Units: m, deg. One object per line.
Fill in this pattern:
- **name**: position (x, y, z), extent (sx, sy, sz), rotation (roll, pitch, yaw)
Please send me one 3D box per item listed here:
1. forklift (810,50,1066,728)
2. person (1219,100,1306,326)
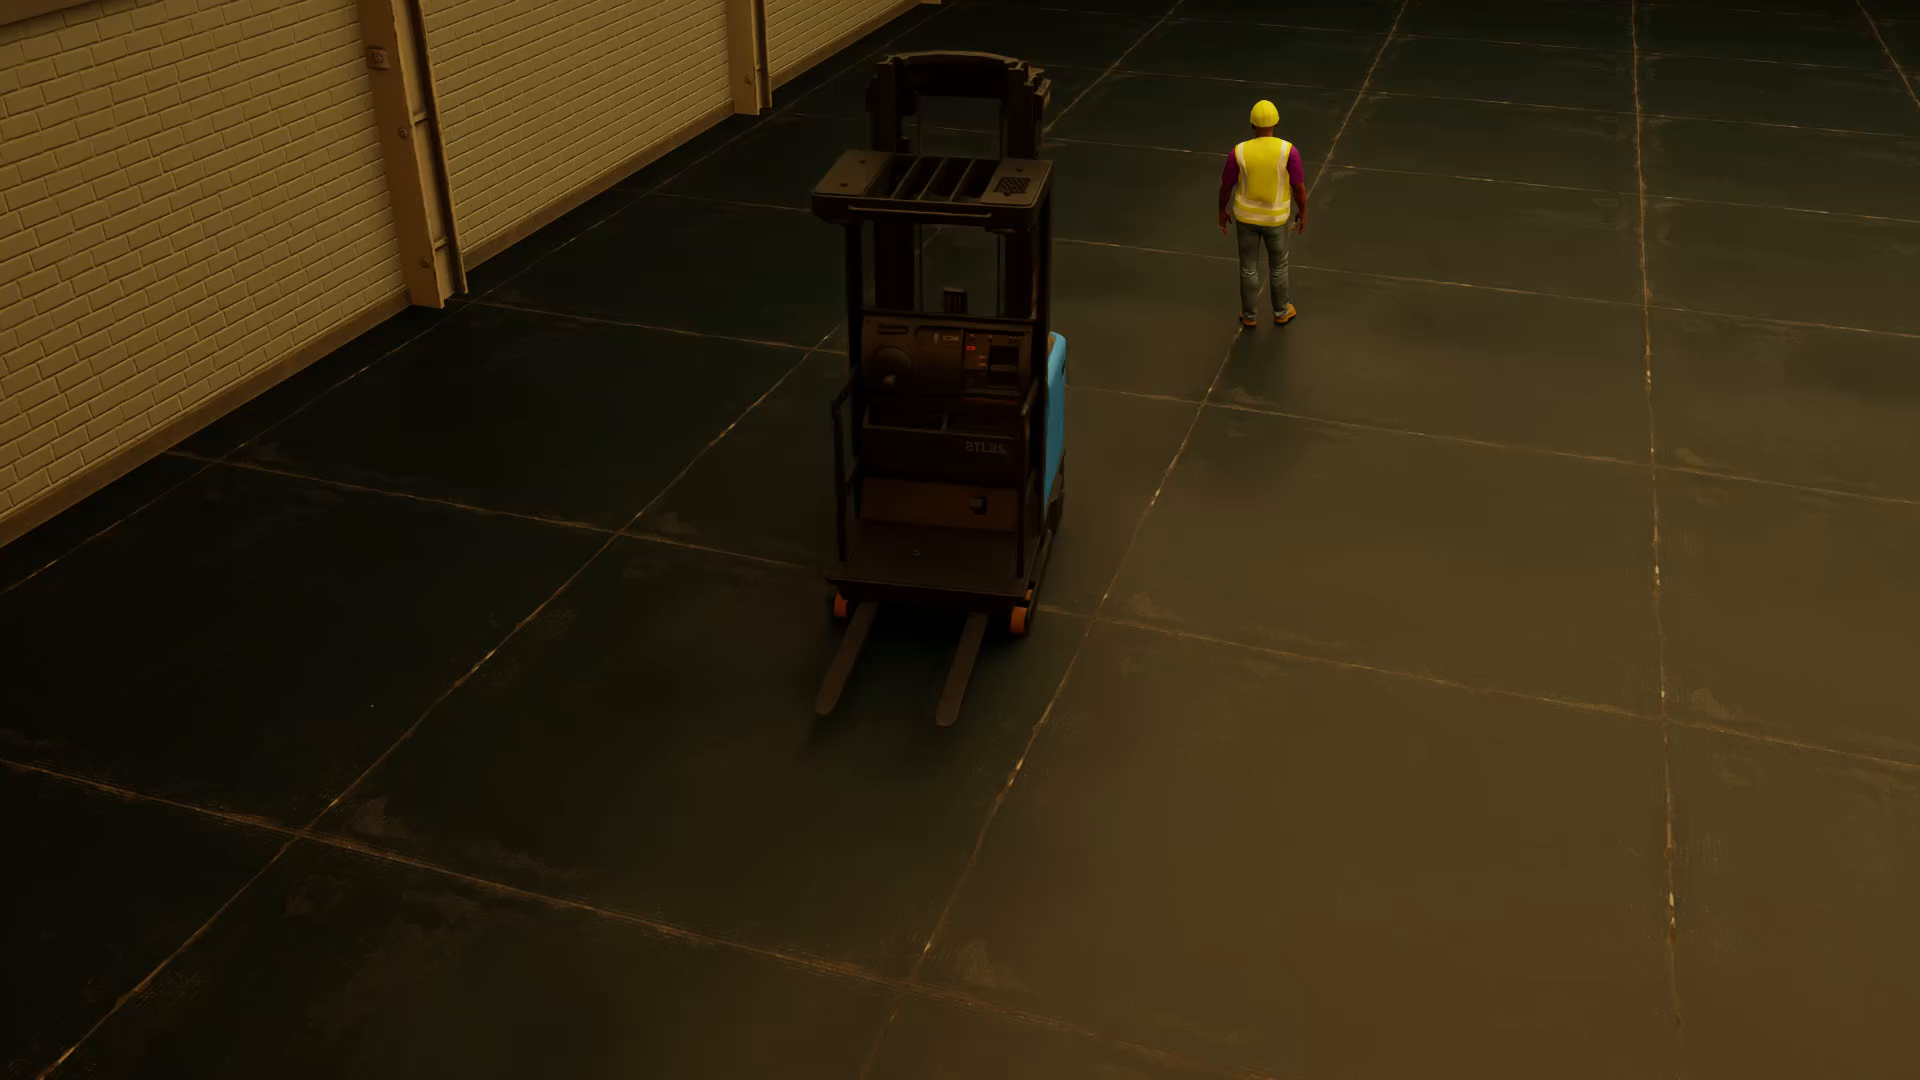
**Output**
- **forklift**: position (-0.111, -0.940, 8.785), extent (1.130, 2.935, 3.031), rotation (5, 30, 9)
- **person**: position (2.308, -2.495, 12.675), extent (0.665, 1.765, 0.577), rotation (7, 30, 12)
